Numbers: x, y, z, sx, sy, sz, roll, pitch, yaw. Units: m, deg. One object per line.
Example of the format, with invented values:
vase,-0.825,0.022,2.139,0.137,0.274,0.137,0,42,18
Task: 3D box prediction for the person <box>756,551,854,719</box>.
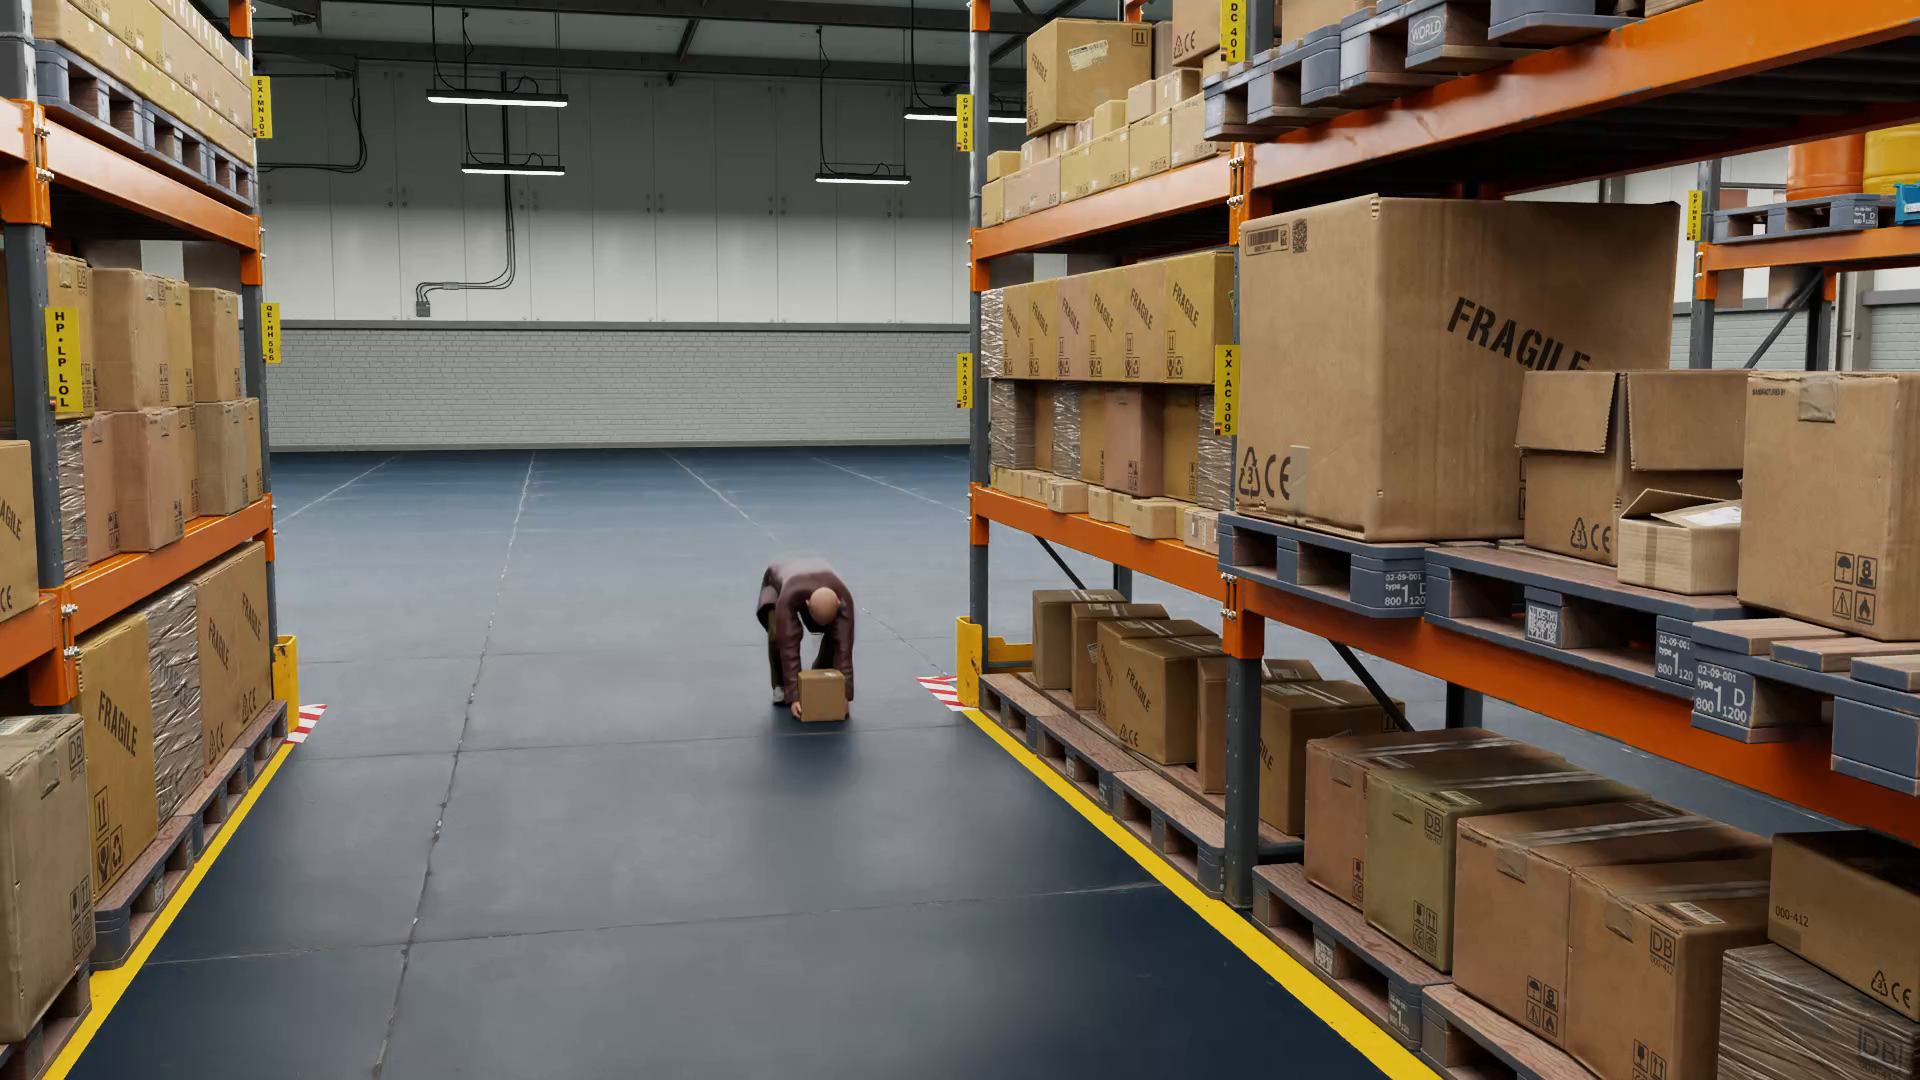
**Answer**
person,-0.904,0.544,9.918,0.587,0.923,0.953,-2,6,-17
